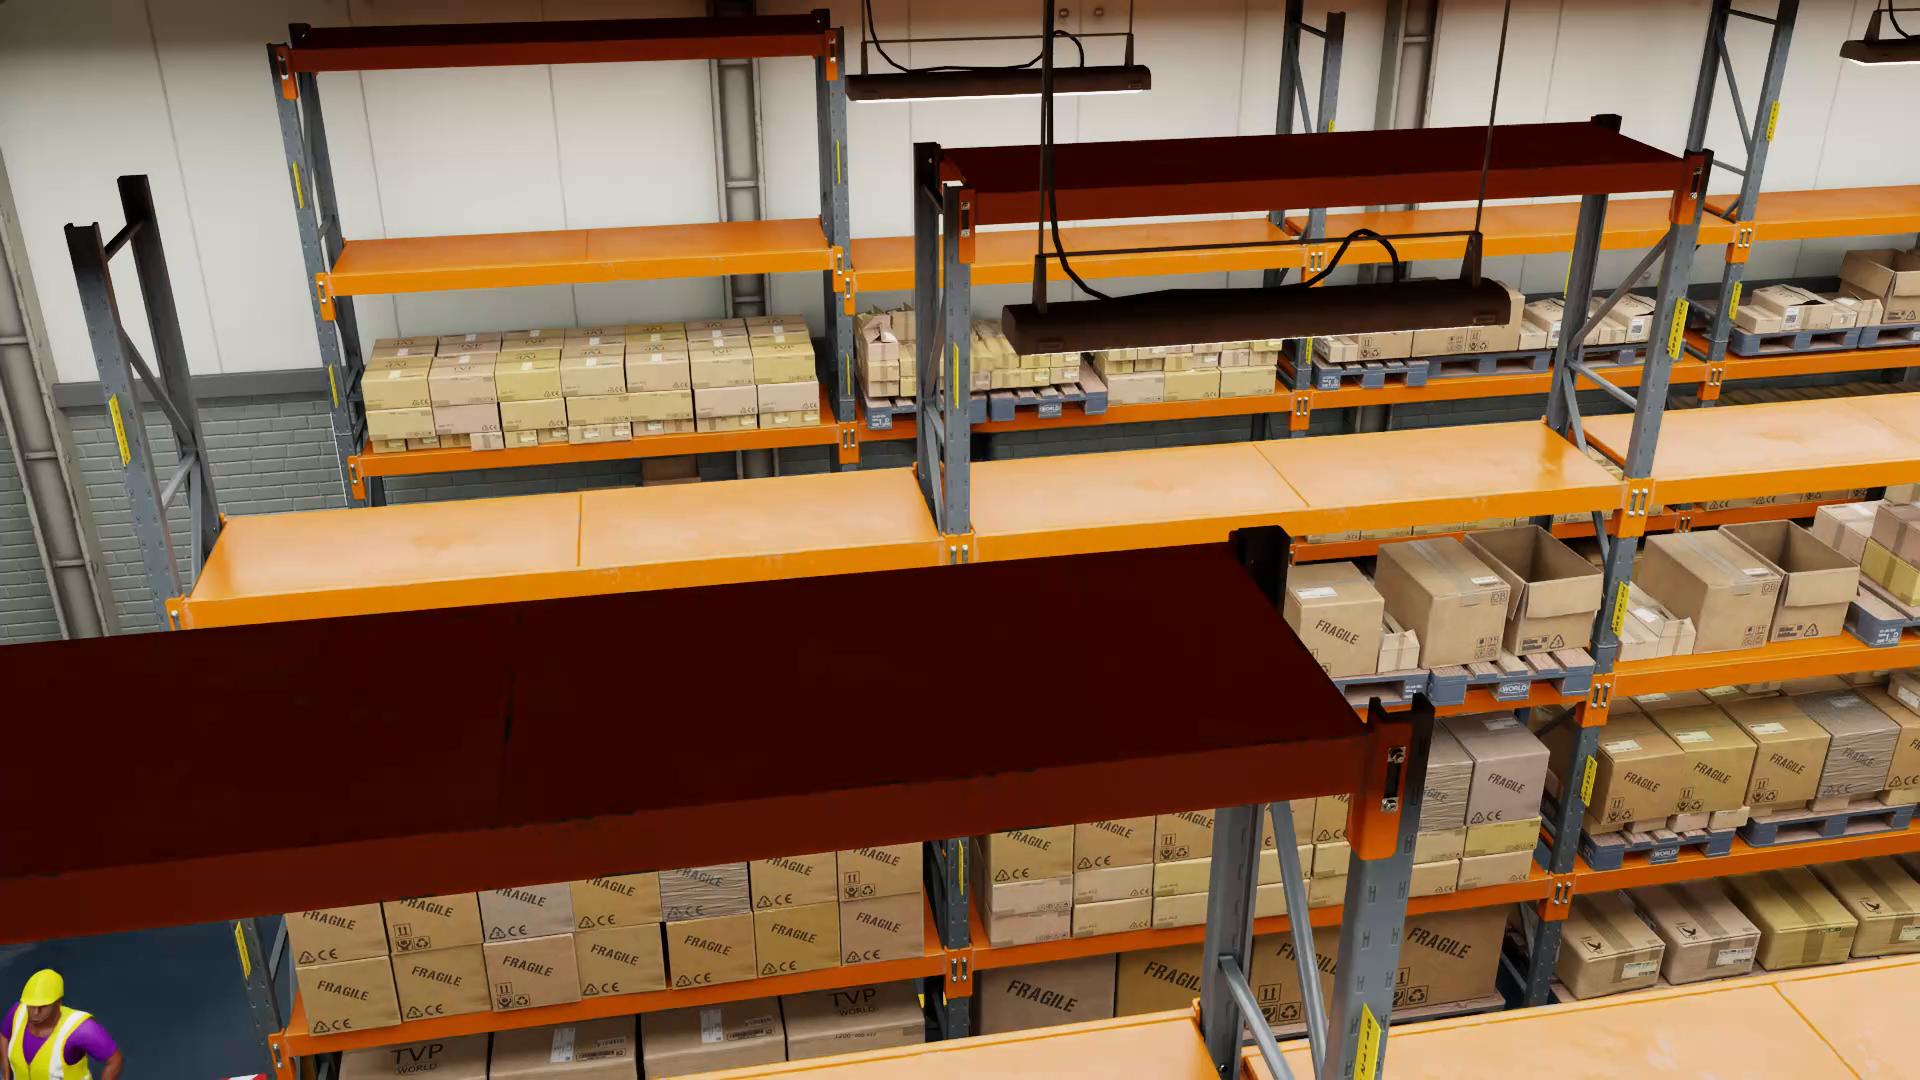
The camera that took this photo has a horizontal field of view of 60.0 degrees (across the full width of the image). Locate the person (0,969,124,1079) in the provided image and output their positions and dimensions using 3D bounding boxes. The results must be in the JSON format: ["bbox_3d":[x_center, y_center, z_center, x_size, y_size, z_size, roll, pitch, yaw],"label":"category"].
[{"bbox_3d":[-5.238,3.225,9.687,0.760,1.714,0.709,6,26,11],"label":"person"}]
